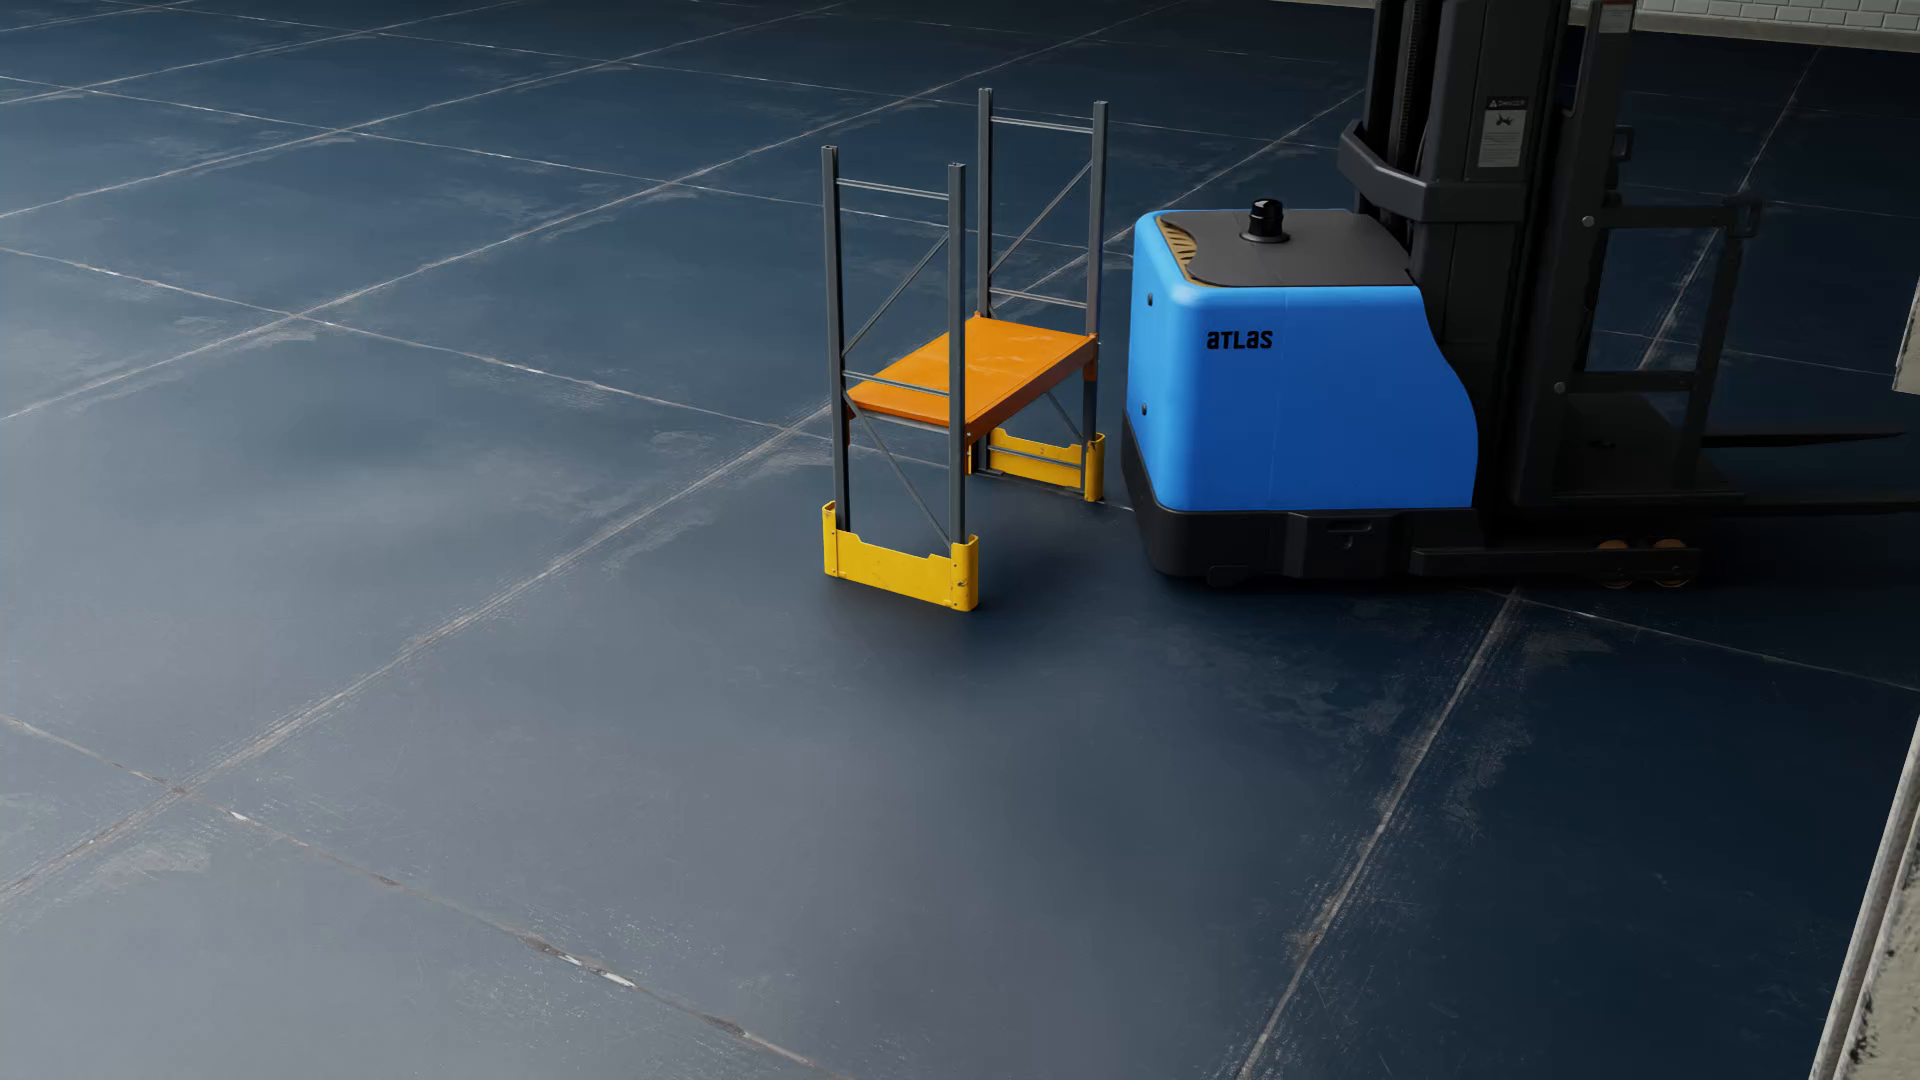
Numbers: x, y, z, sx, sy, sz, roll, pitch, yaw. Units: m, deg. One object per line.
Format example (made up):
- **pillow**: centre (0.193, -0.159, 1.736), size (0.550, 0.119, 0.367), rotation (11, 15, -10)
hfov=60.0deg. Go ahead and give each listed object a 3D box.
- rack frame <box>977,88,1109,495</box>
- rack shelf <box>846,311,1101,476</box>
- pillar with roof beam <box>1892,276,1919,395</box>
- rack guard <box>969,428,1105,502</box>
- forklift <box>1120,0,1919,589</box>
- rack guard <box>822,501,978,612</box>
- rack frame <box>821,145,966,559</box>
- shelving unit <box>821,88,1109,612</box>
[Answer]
- **rack frame**: centre (0.292, -0.902, 6.217), size (0.500, 1.500, 0.032), rotation (14, 30, 26)
- **rack shelf**: centre (0.042, -0.543, 5.901), size (0.538, 0.185, 1.000), rotation (14, 30, 26)
- **pillar with roof beam**: centre (0.645, -5.684, 7.393), size (9.100, 9.000, 0.400), rotation (14, 30, 26)
- **rack guard**: centre (0.282, -0.336, 6.481), size (0.587, 0.250, 0.087), rotation (14, 30, 26)
- **forklift**: centre (2.159, -1.379, 5.570), size (3.031, 2.935, 1.130), rotation (-1, 27, -2)
- **rack guard**: centre (-0.207, 0.053, 5.706), size (0.587, 0.250, 0.087), rotation (14, 30, 26)
- **rack frame**: centre (-0.208, -0.506, 5.425), size (0.500, 1.500, 0.032), rotation (14, 30, 26)
- **shelving unit**: centre (0.038, -0.700, 5.814), size (0.587, 1.500, 1.083), rotation (14, 30, 26)
